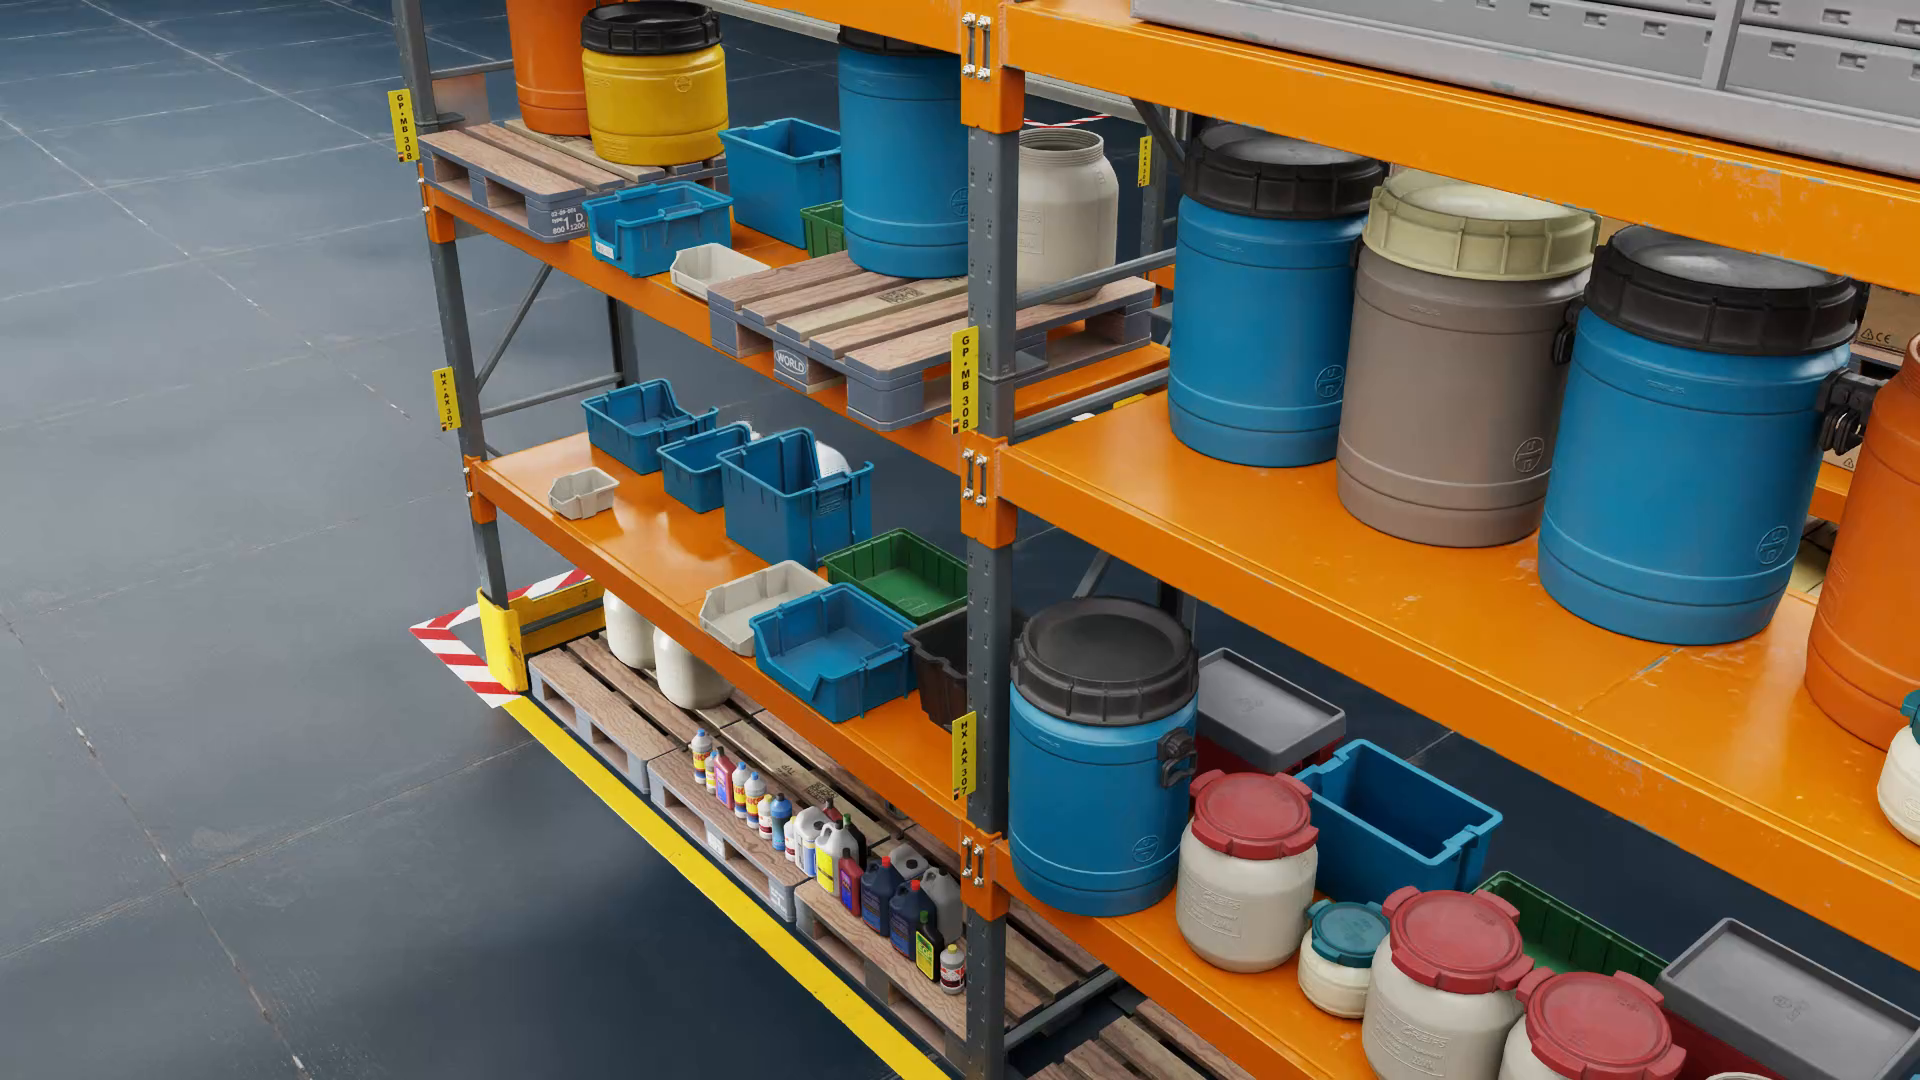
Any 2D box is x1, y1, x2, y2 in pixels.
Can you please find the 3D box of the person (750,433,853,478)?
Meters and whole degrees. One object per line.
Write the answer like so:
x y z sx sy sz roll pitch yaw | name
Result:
-1.016 -0.210 9.926 0.547 0.907 0.976 -24 36 -37 | person
